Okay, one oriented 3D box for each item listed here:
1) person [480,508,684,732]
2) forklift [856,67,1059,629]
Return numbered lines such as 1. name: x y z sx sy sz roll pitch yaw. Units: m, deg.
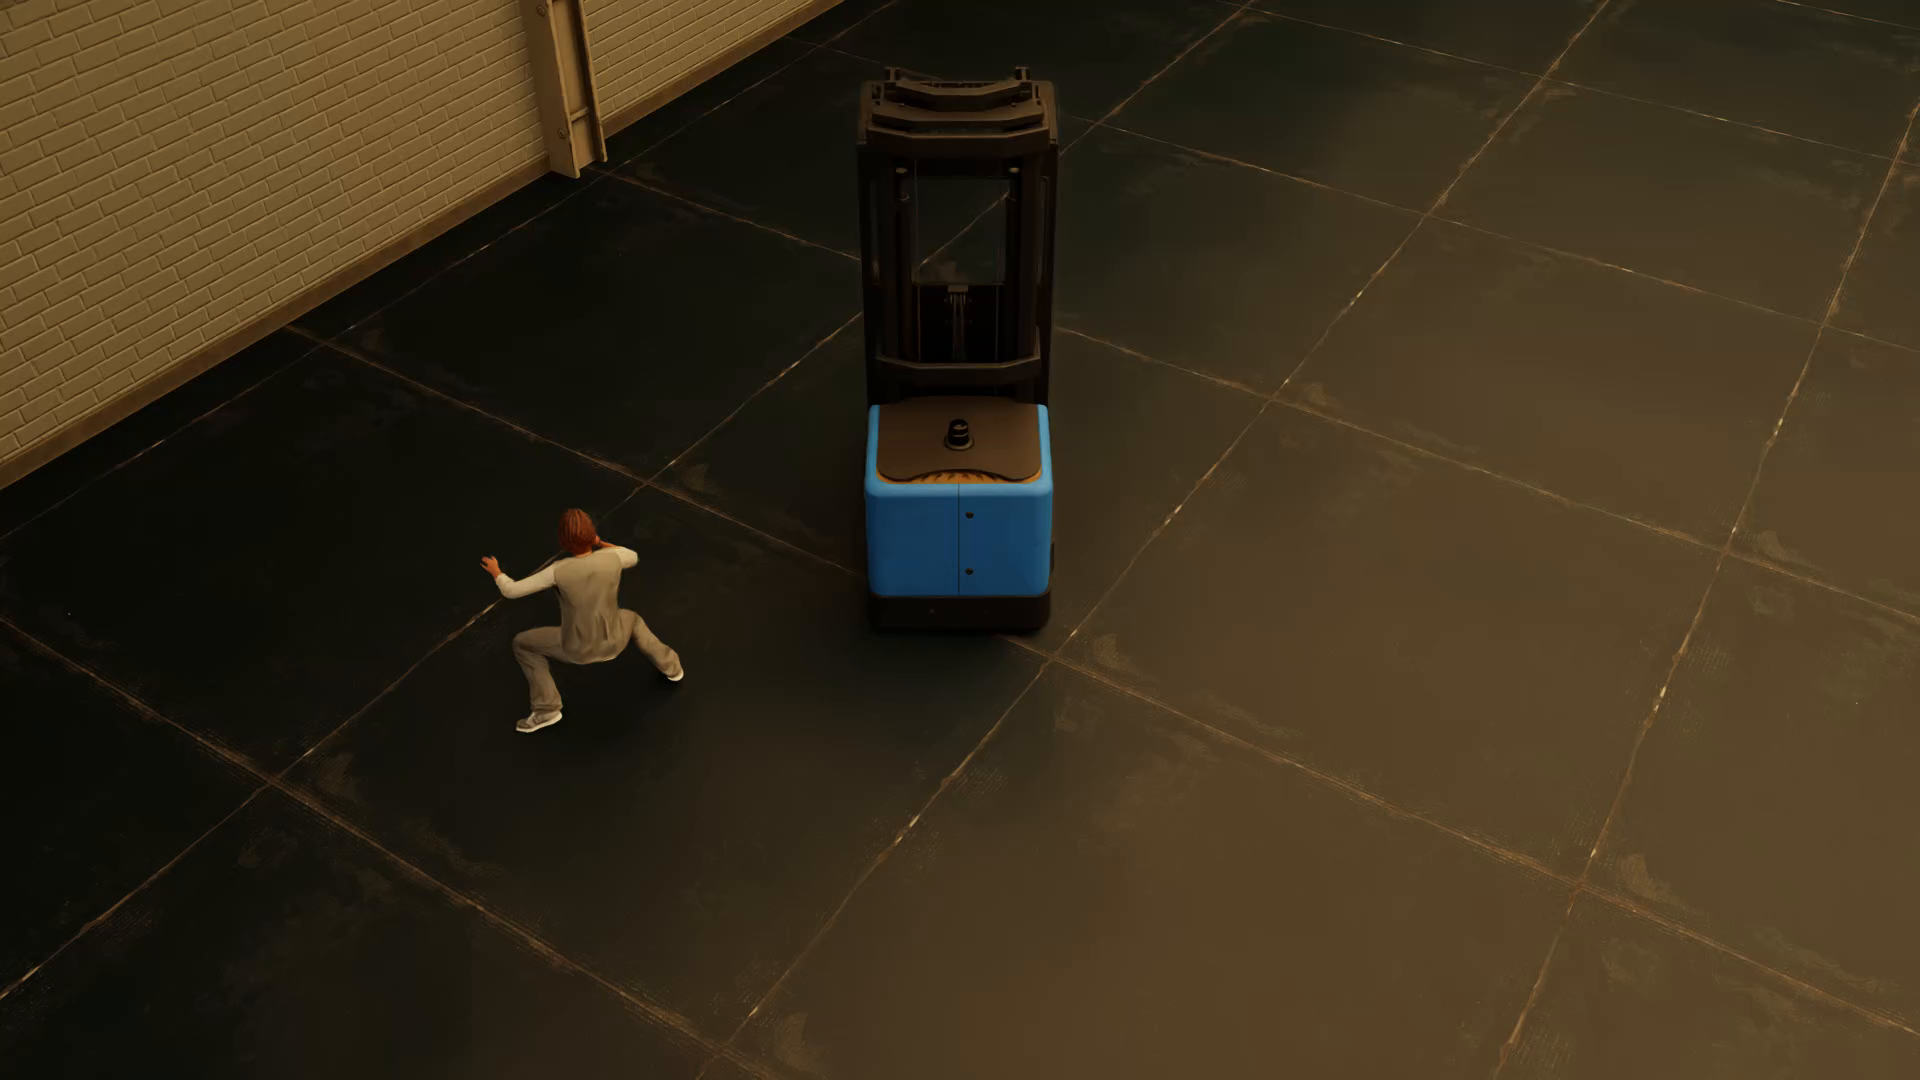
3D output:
1. person: -1.986 0.359 8.743 0.955 1.378 0.658 -16 43 -18
2. forklift: -0.015 -1.537 9.780 1.130 2.935 3.031 0 40 0
